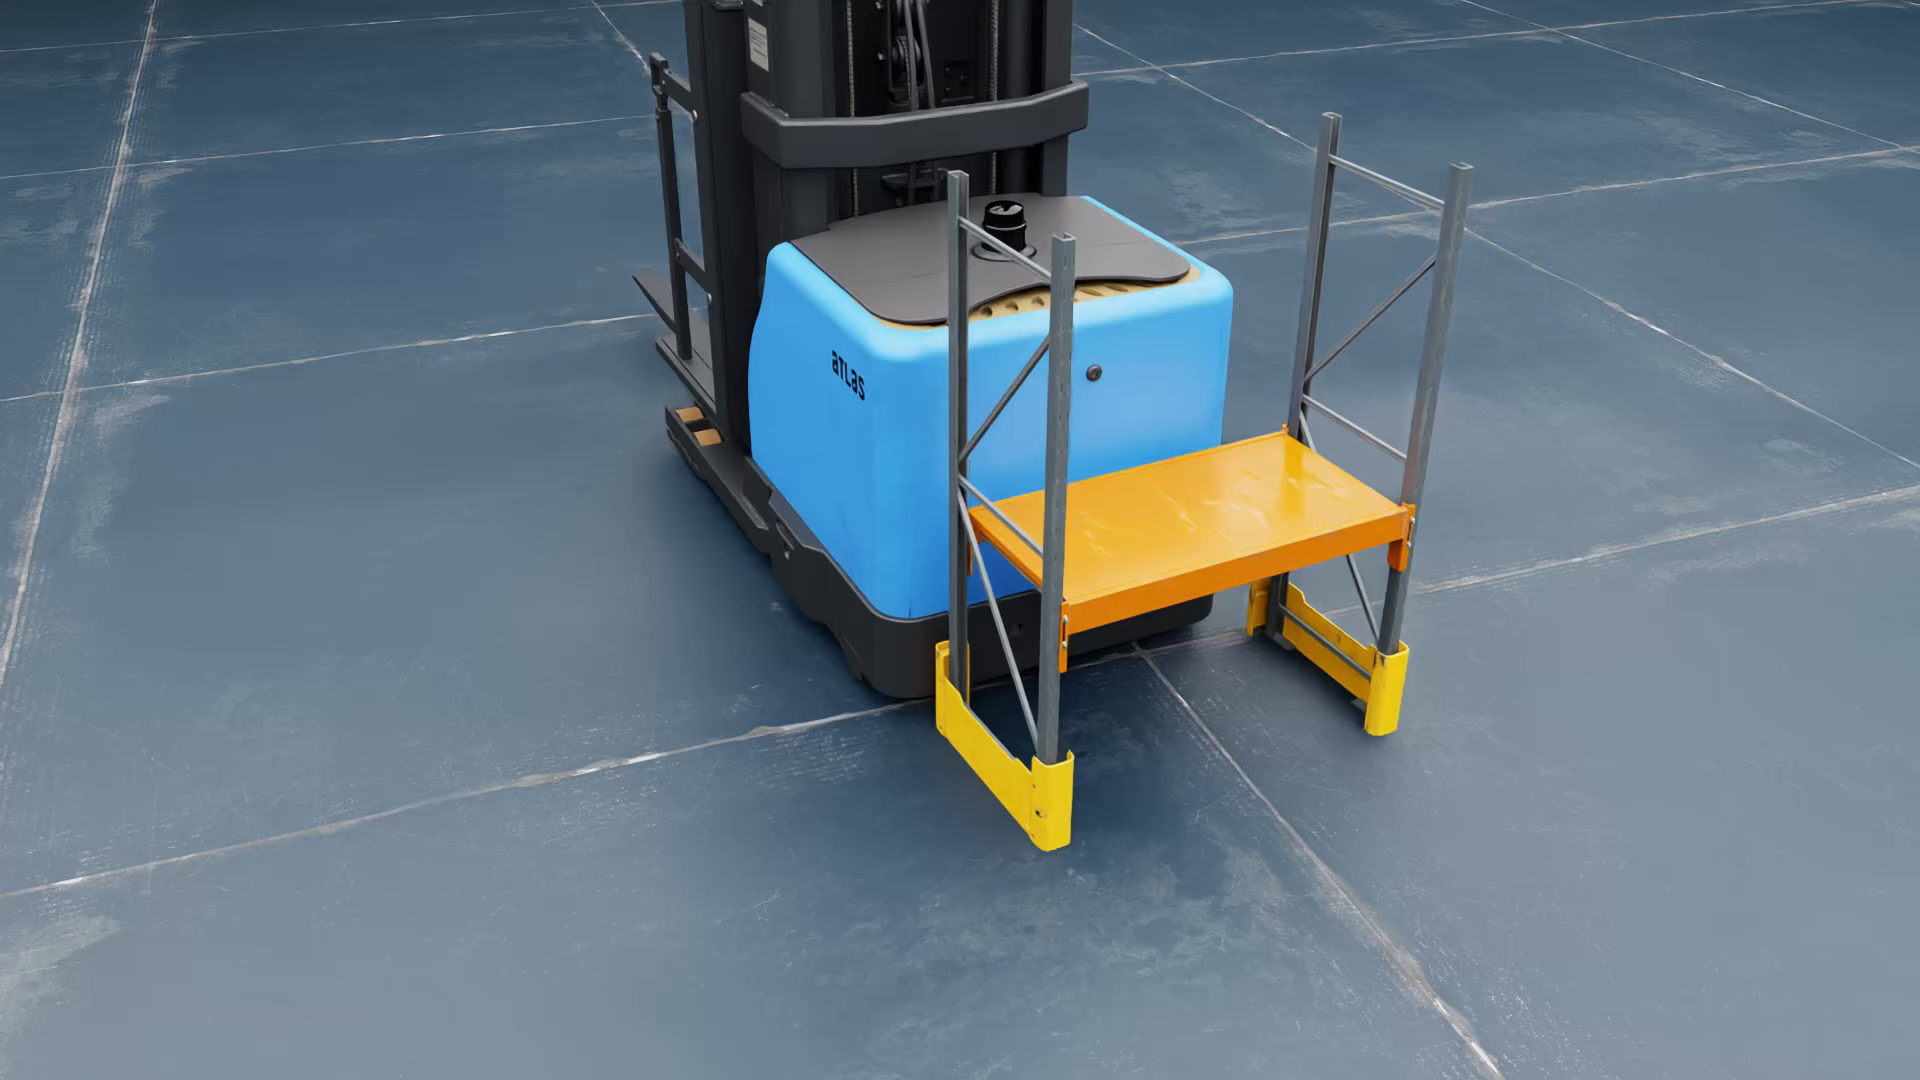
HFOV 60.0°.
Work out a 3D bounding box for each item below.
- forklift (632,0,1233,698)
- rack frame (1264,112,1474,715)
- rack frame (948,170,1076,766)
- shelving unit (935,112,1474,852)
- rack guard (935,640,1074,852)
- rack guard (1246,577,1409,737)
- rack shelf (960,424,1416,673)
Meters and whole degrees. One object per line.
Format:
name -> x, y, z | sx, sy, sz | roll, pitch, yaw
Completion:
forklift -> -0.366, -1.564, 5.035 | 1.130, 2.935, 3.031 | -13, 32, -22
rack frame -> 1.003, -0.276, 4.219 | 0.032, 1.500, 0.500 | -14, 33, -23
rack frame -> 0.100, -0.046, 3.814 | 0.032, 1.500, 0.500 | -14, 33, -23
shelving unit -> 0.544, -0.159, 4.013 | 1.083, 1.500, 0.587 | -14, 33, -23
rack guard -> 0.101, 0.497, 4.125 | 0.087, 0.250, 0.587 | -14, 33, -23
rack guard -> 0.986, 0.271, 4.522 | 0.087, 0.250, 0.587 | -14, 33, -23
rack shelf -> 0.552, -0.005, 4.106 | 1.000, 0.185, 0.538 | -14, 33, -23
